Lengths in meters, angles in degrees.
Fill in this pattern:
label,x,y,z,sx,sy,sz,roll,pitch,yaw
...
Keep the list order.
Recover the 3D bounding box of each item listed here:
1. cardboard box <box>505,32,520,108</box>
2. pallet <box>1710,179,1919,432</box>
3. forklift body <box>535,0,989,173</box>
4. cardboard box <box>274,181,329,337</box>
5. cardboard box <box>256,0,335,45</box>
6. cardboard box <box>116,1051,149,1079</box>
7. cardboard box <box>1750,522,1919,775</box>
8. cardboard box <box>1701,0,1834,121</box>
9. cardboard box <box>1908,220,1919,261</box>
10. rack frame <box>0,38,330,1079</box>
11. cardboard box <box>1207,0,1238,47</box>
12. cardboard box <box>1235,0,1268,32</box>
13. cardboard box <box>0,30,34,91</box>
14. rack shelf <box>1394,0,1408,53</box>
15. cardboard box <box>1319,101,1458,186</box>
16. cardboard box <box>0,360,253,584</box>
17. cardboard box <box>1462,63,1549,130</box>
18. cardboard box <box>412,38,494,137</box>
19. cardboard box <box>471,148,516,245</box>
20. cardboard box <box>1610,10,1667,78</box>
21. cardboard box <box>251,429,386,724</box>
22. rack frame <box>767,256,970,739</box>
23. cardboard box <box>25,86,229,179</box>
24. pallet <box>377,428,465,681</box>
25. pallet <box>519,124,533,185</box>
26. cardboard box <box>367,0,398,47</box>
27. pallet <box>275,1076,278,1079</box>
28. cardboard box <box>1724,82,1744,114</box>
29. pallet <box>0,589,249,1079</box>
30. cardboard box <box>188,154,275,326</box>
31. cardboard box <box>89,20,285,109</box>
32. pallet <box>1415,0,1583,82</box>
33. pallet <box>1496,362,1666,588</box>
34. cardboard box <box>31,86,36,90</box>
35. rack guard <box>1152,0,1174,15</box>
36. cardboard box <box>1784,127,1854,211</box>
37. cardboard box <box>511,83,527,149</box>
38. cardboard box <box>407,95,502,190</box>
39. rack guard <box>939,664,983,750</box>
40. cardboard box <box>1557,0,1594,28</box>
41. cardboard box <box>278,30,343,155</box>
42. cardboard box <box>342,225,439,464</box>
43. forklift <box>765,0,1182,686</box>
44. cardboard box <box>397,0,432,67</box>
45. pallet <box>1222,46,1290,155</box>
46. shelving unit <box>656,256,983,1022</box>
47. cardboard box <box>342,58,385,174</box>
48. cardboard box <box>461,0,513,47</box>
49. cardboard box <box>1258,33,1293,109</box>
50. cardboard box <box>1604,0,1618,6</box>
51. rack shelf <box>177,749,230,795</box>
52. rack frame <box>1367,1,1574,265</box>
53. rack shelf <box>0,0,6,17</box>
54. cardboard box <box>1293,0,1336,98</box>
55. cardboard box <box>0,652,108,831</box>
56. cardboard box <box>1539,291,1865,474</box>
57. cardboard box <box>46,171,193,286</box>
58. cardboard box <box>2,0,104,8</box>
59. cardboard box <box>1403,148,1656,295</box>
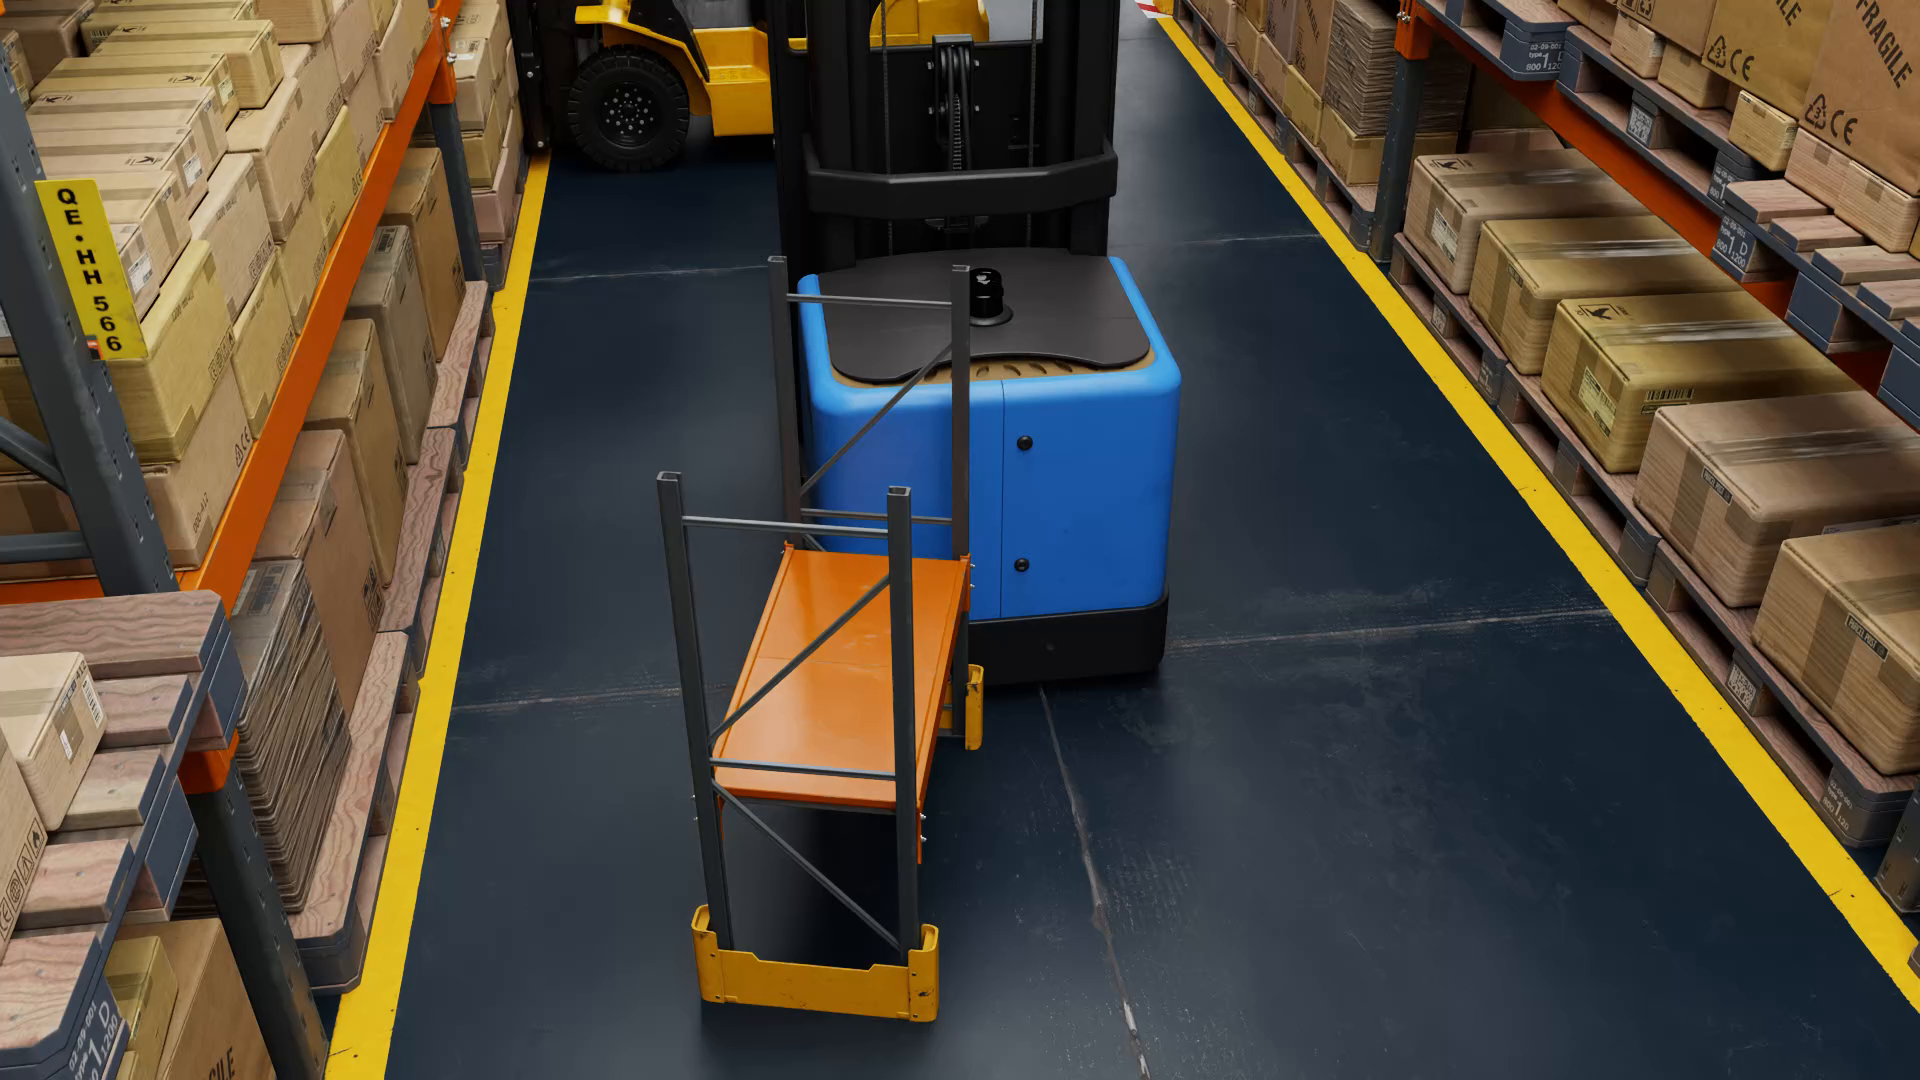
label,x,y,z,sx,sy,sz,roll,pitch,yaw
cardboard box,-2.415,-2.288,8.069,0.500,0.250,0.500,-5,35,-7
pallet,2.725,-0.645,4.203,1.213,0.211,1.003,-4,35,-6
forklift body,-1.005,-3.150,8.463,2.313,2.155,1.214,-4,35,-6
cardboard box,-1.948,-0.729,4.289,0.500,0.250,0.500,-5,35,-8
cardboard box,-1.950,-1.471,4.581,0.380,0.149,0.250,-5,35,-8
cardboard box,-1.607,1.041,2.830,0.380,0.149,0.250,-6,35,-9
cardboard box,2.860,0.262,4.663,0.950,0.372,0.625,-7,35,-10
cardboard box,2.440,-1.474,4.524,0.500,0.500,0.500,-7,35,-10
cardboard box,2.541,-0.714,3.984,0.380,0.149,0.250,-4,34,-6
rack frame,-1.992,0.043,3.023,1.000,3.000,0.127,-4,35,-6
cardboard box,1.746,-3.080,9.674,0.500,0.250,0.500,-3,34,-5
cardboard box,1.823,-3.090,9.023,0.500,0.500,0.500,-4,34,-5
cardboard box,-2.533,-1.135,4.088,0.380,0.149,0.250,-5,35,-7
rack shelf,2.119,-3.386,8.693,1.077,0.370,4.000,-4,35,-6
cardboard box,2.043,-1.914,7.963,0.500,0.250,0.500,-3,34,-4
cardboard box,-1.809,-0.161,3.456,0.500,0.250,0.500,-4,35,-6
cardboard box,2.577,-2.264,7.811,0.500,0.500,0.500,-3,34,-4
cardboard box,-2.284,-1.933,7.104,0.500,0.250,0.500,-5,35,-7
cardboard box,-2.267,-1.521,7.387,0.500,0.250,0.500,-4,34,-6
cardboard box,2.297,-1.575,5.247,0.380,0.149,0.250,-3,34,-5
cardboard box,-2.158,0.138,4.620,0.875,0.625,0.625,-3,34,-5
rack frame,-0.225,-0.059,4.505,0.500,1.500,0.032,4,34,6
cardboard box,-1.888,-0.901,3.744,0.380,0.149,0.250,-4,34,-6
pallet,-2.225,0.054,5.483,1.003,0.211,1.213,-4,35,-6
pallet,-2.763,-2.166,8.741,1.003,0.211,1.213,-4,35,-6
cardboard box,-2.134,-1.792,5.406,0.500,0.250,0.500,-5,35,-8
pallet,-1.929,1.615,3.193,1.003,0.211,1.213,-4,35,-6
cardboard box,2.477,-1.294,4.836,0.380,0.149,0.250,-4,34,-6
pallet,-1.831,0.496,2.530,1.213,0.211,1.003,-4,35,-6
cardboard box,-1.876,-0.647,3.725,0.500,0.250,0.500,-3,34,-5
cardboard box,-1.927,-1.186,4.161,0.380,0.149,0.250,-4,34,-5
pallet,2.347,-2.050,6.265,1.003,0.211,1.213,-4,35,-6
pallet,2.662,-0.298,6.000,1.003,0.211,1.213,-4,35,-6
cardboard box,-2.523,-1.177,4.503,0.500,0.250,0.500,-5,35,-7
rack guard,1.861,-3.724,10.770,1.175,0.500,0.348,-4,35,-6
cardboard box,2.437,-0.992,4.392,0.380,0.149,0.250,-6,35,-9
cardboard box,-2.435,-2.089,8.220,0.500,0.250,0.500,-4,34,-6
cardboard box,-2.289,-1.726,7.244,0.500,0.250,0.500,-5,35,-7
rack guard,-0.227,0.468,4.841,0.587,0.250,0.087,4,34,6
cardboard box,2.281,-1.865,5.673,0.380,0.149,0.250,-4,34,-6
cardboard box,-2.022,-1.224,4.571,0.500,0.250,0.500,-4,34,-6
cardboard box,-2.352,-0.657,5.786,0.875,0.625,0.625,-5,35,-7
forklift,-0.085,-1.563,5.440,1.130,2.935,3.031,-4,35,-6
cardboard box,-2.203,-1.865,5.957,0.500,0.250,0.500,-4,34,-5
pallet,2.096,-2.469,9.185,1.003,0.211,1.213,-4,35,-6
shelving unit,-0.286,0.230,4.081,0.587,1.500,1.083,4,34,6
cardboard box,-2.093,-1.306,5.136,0.500,0.250,0.500,-4,34,-6
cardboard box,-2.421,-2.496,7.930,0.500,0.250,0.500,-3,34,-5
cardboard box,1.897,-2.494,8.815,0.500,0.250,0.500,-4,34,-6
cardboard box,2.288,-2.065,5.391,0.500,0.500,0.500,-5,35,-7
rack shelf,-1.723,1.457,1.588,1.077,0.370,4.000,-4,35,-6
rack frame,2.388,-2.567,6.853,1.000,3.000,0.127,-4,35,-6
rack shelf,-2.261,-2.015,4.018,1.077,0.370,4.000,-4,35,-6
cardboard box,1.973,-2.508,8.169,0.500,0.500,0.500,-4,34,-6
cardboard box,-1.523,0.311,2.480,0.380,0.149,0.250,-4,34,-5
cardboard box,2.657,-0.573,5.888,0.950,0.372,0.625,-3,34,-5
cardboard box,-1.780,-0.615,3.324,0.380,0.149,0.250,-4,34,-5
cardboard box,-2.536,-1.431,4.522,0.380,0.149,0.250,-4,34,-6
cardboard box,2.461,-1.362,7.045,0.950,0.372,0.625,-4,34,-6
